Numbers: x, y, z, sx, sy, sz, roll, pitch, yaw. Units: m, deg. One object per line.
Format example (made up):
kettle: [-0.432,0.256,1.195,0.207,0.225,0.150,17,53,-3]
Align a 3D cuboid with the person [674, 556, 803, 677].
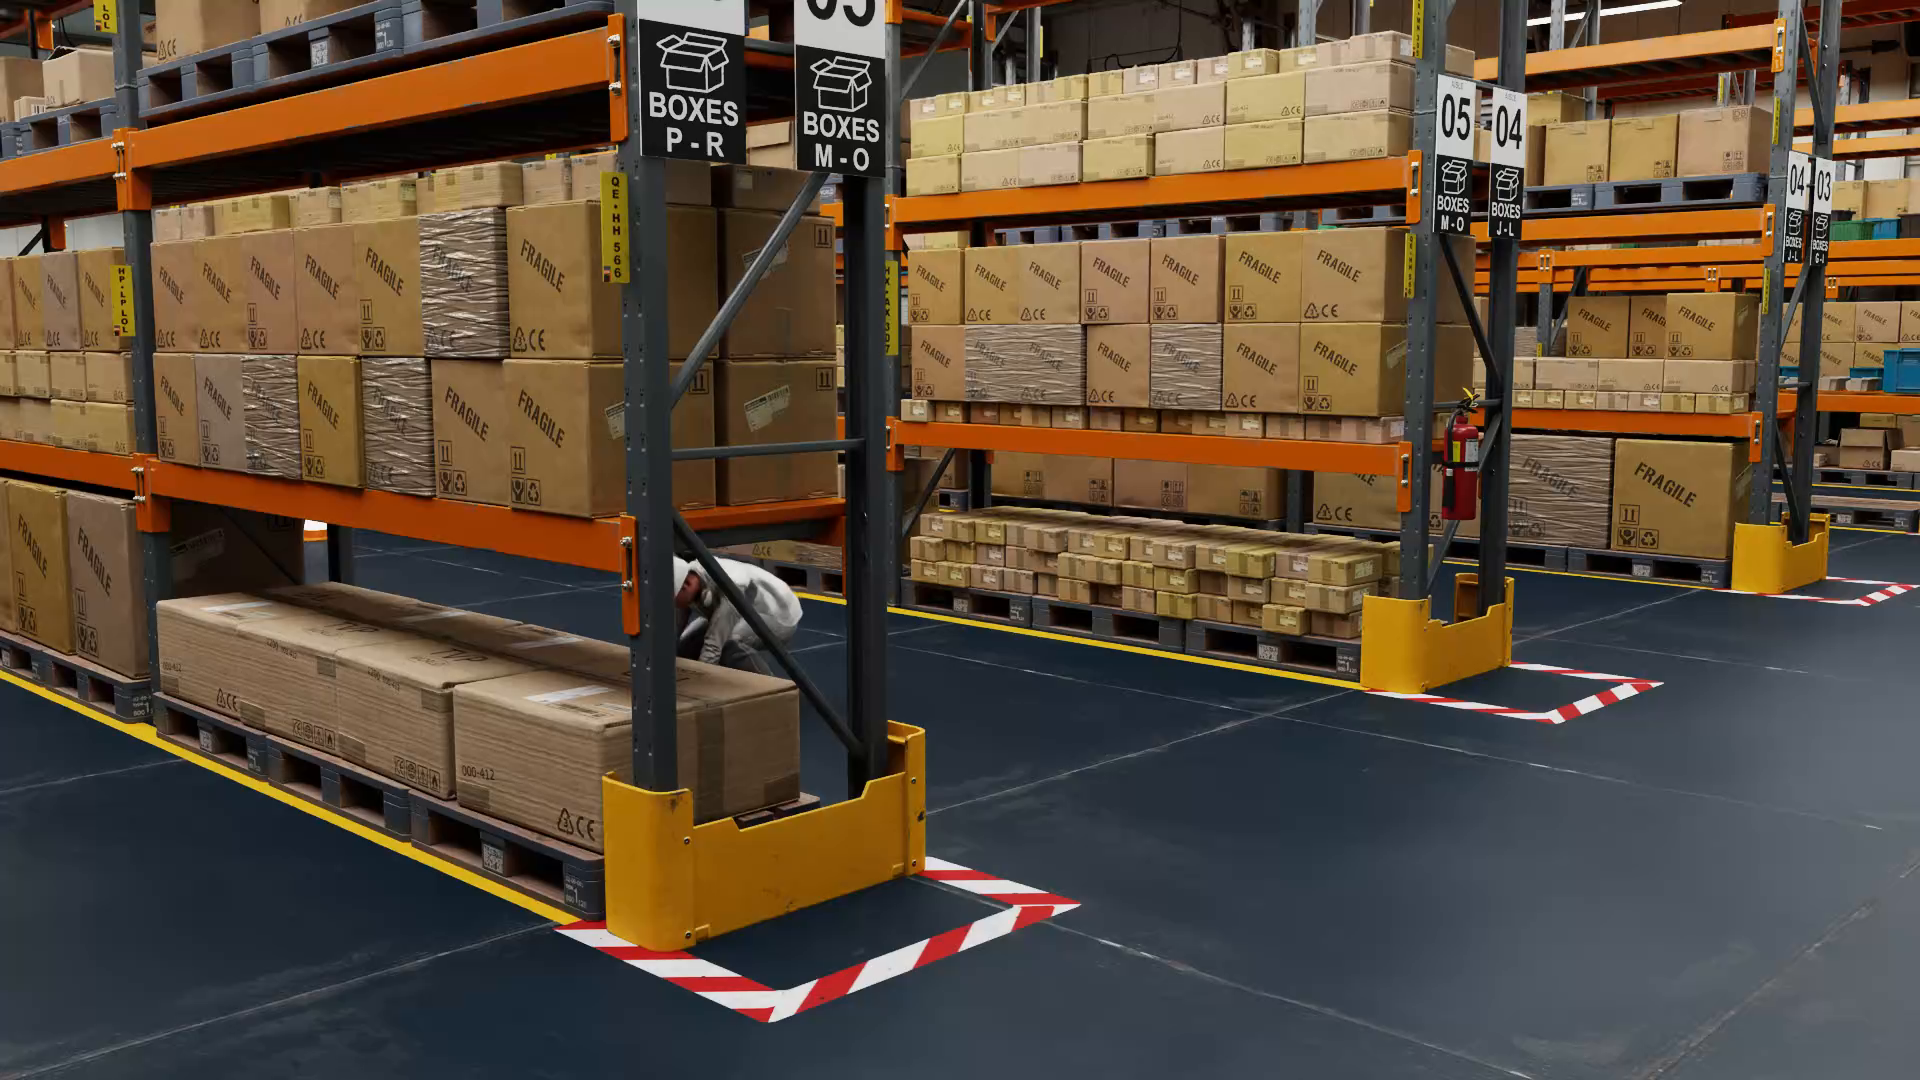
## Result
person: [-1.245,0.465,8.570,0.519,0.858,0.944,7,10,43]
